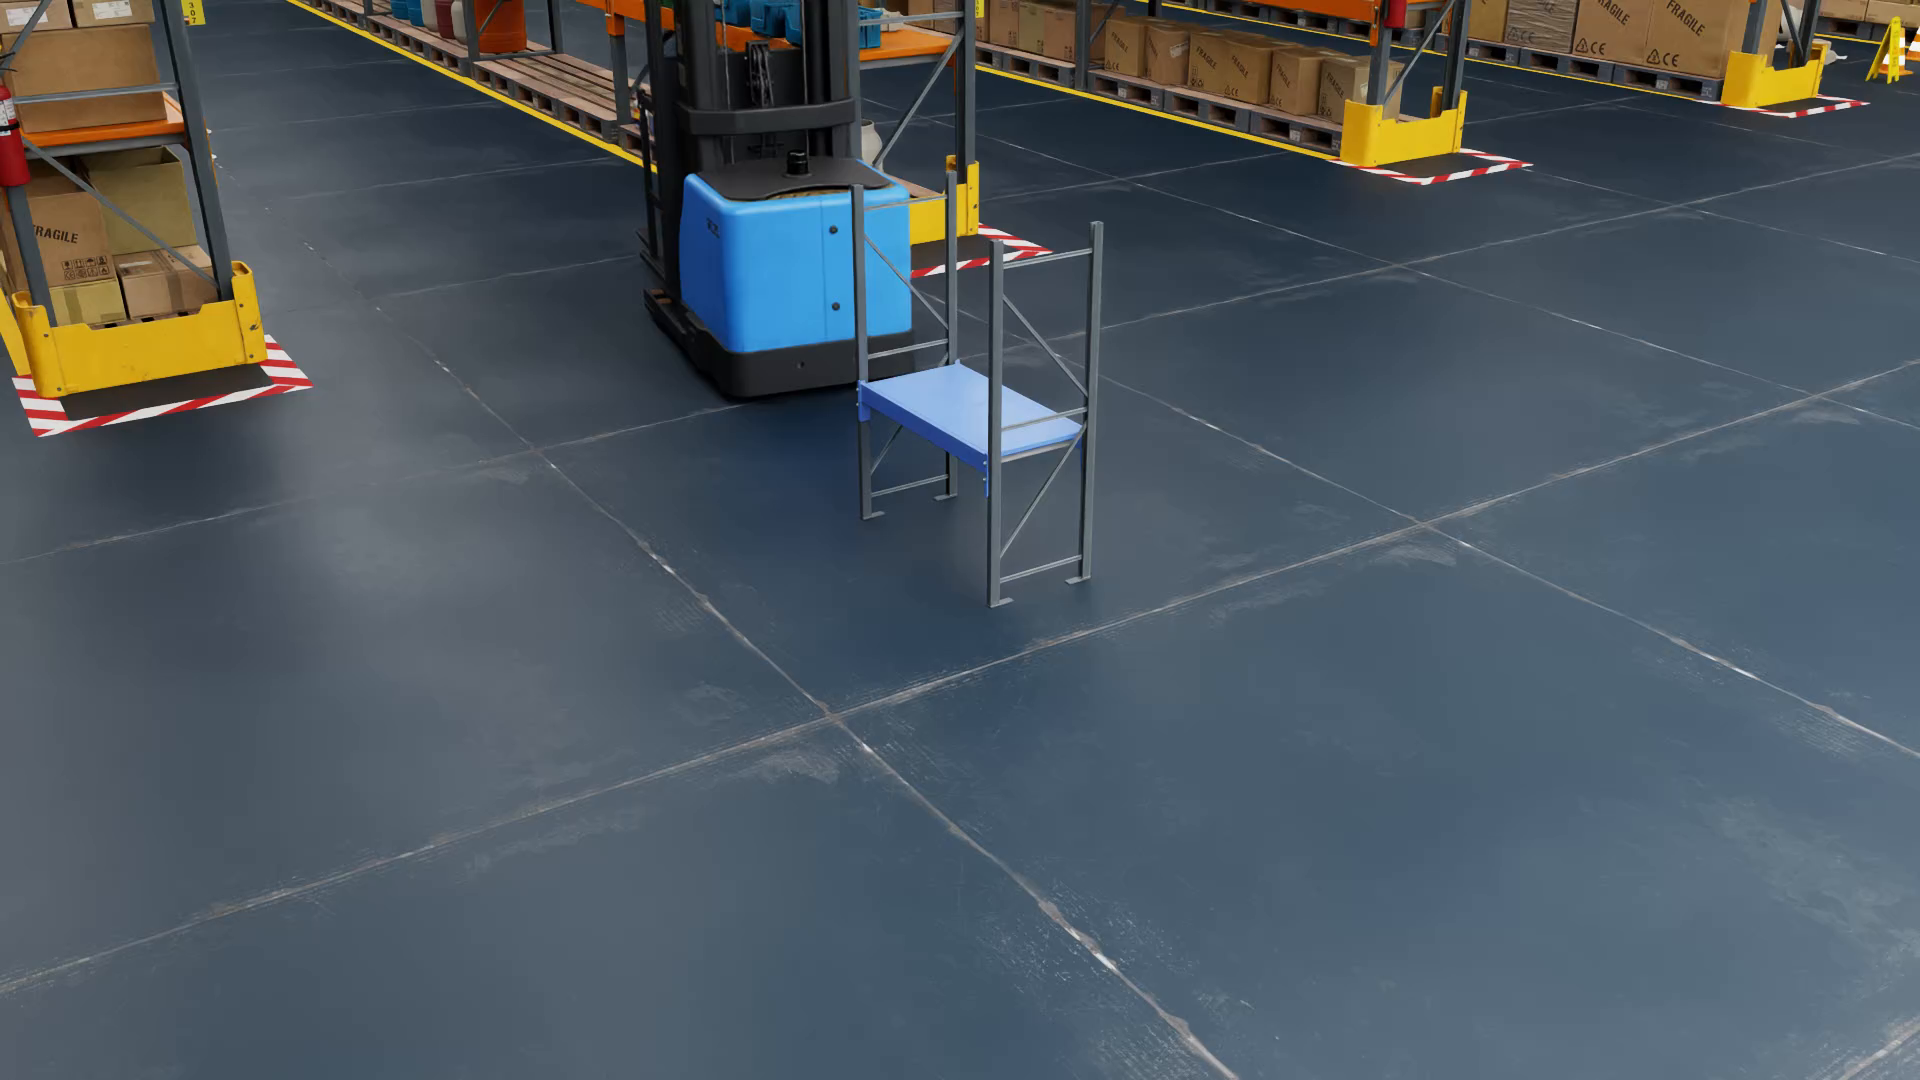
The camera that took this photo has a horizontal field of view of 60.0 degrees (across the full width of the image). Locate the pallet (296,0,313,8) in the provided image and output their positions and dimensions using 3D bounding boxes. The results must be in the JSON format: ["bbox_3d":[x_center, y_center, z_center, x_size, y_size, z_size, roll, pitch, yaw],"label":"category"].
[{"bbox_3d":[-8.662,-7.618,23.141,1.003,0.211,1.213,-16,29,-30],"label":"pallet"}]

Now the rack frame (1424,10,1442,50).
[{"bbox_3d":[5.832,-7.165,18.915,1.000,3.000,0.127,-16,29,-30],"label":"rack frame"}]

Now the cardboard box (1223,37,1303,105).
[{"bbox_3d":[2.797,-4.336,15.357,0.500,0.500,0.500,-13,28,-25],"label":"cardboard box"}]

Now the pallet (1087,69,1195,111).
[{"bbox_3d":[2.017,-4.553,16.647,1.003,0.211,1.213,-16,29,-30],"label":"pallet"}]

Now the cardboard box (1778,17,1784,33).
[{"bbox_3d":[9.028,-5.834,19.018,0.637,0.503,0.797,7,26,15],"label":"cardboard box"}]

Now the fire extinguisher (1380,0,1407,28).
[{"bbox_3d":[3.481,-4.432,13.214,0.296,0.674,0.183,-16,29,-30],"label":"fire extinguisher"}]

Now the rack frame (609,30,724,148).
[{"bbox_3d":[-2.529,-4.891,14.098,1.000,3.000,0.127,-16,29,-30],"label":"rack frame"}]

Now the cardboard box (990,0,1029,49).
[{"bbox_3d":[0.754,-5.714,18.253,0.700,0.500,0.500,-18,31,-34],"label":"cardboard box"}]

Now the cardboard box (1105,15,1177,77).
[{"bbox_3d":[1.806,-4.953,16.664,0.500,0.500,0.500,-17,30,-31],"label":"cardboard box"}]

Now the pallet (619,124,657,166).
[{"bbox_3d":[-2.197,-3.380,14.164,1.003,0.211,1.213,-16,29,-30],"label":"pallet"}]

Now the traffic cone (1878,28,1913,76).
[{"bbox_3d":[10.048,-5.250,17.829,0.336,0.463,0.334,-16,29,-30],"label":"traffic cone"}]

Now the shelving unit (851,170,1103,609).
[{"bbox_3d":[0.047,-0.648,6.865,0.538,1.500,1.048,-16,29,-30],"label":"shelving unit"}]

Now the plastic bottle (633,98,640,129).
[{"bbox_3d":[-2.722,-3.640,14.128,0.097,0.271,0.097,0,25,0],"label":"plastic bottle"}]

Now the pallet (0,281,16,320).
[{"bbox_3d":[-5.612,-1.746,10.702,1.003,0.211,1.213,-16,29,-30],"label":"pallet"}]

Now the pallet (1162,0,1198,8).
[{"bbox_3d":[3.223,-7.615,23.133,1.003,0.211,1.213,-16,29,-30],"label":"pallet"}]

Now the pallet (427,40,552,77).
[{"bbox_3d":[-5.178,-5.333,18.300,1.003,0.211,1.213,-16,29,-30],"label":"pallet"}]

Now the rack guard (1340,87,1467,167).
[{"bbox_3d":[3.763,-3.512,14.103,1.175,0.500,0.348,-16,29,-30],"label":"rack guard"}]

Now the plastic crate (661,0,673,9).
[{"bbox_3d":[-2.024,-4.244,12.975,0.450,0.188,0.662,-16,29,-30],"label":"plastic crate"}]

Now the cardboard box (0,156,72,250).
[{"bbox_3d":[-5.597,-2.070,9.972,0.500,0.500,0.500,-16,29,-30],"label":"cardboard box"}]

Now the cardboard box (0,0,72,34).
[{"bbox_3d":[-4.865,-2.738,8.660,0.380,0.149,0.250,-16,30,-30],"label":"cardboard box"}]

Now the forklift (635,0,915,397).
[{"bbox_3d":[-1.278,-2.673,9.479,1.130,2.935,3.031,-10,27,-20],"label":"forklift"}]

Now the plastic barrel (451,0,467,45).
[{"bbox_3d":[-5.377,-5.739,18.316,0.421,0.512,0.421,0,25,0],"label":"plastic barrel"}]

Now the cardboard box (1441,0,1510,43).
[{"bbox_3d":[6.117,-6.153,18.768,0.875,0.875,0.875,-15,29,-29],"label":"cardboard box"}]

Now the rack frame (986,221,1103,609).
[{"bbox_3d":[0.324,-0.466,6.480,0.500,1.500,0.032,-16,29,-30],"label":"rack frame"}]

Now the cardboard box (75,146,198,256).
[{"bbox_3d":[-4.878,-2.015,9.856,0.500,0.500,0.500,-16,29,-30],"label":"cardboard box"}]

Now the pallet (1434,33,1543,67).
[{"bbox_3d":[6.182,-5.614,18.895,1.003,0.211,1.213,-16,29,-30],"label":"pallet"}]

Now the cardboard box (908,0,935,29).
[{"bbox_3d":[-0.180,-6.310,19.515,0.700,0.500,0.500,-17,30,-32],"label":"cardboard box"}]

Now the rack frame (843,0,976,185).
[{"bbox_3d":[-0.345,-3.461,11.067,1.000,3.000,0.127,-16,29,-30],"label":"rack frame"}]

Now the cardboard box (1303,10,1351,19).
[{"bbox_3d":[4.894,-6.885,20.464,1.050,0.750,0.750,-16,29,-30],"label":"cardboard box"}]

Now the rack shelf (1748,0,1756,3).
[{"bbox_3d":[6.924,-6.125,17.553,1.077,0.370,4.000,-16,29,-30],"label":"rack shelf"}]

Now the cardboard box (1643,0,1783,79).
[{"bbox_3d":[7.590,-5.191,16.729,0.875,0.875,0.875,-15,29,-29],"label":"cardboard box"}]

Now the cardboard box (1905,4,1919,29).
[{"bbox_3d":[11.428,-6.106,19.399,0.500,0.250,0.500,-16,29,-30],"label":"cardboard box"}]

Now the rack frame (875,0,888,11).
[{"bbox_3d":[-0.562,-7.476,19.573,1.000,3.000,0.127,-16,29,-30],"label":"rack frame"}]

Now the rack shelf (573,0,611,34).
[{"bbox_3d":[-3.620,-5.281,15.767,1.077,0.370,4.000,-16,29,-30],"label":"rack shelf"}]

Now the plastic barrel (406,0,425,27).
[{"bbox_3d":[-6.227,-6.542,19.560,0.600,0.901,0.708,-16,29,-30],"label":"plastic barrel"}]

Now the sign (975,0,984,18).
[{"bbox_3d":[0.118,-3.712,11.276,0.100,0.325,0.005,-16,29,-30],"label":"sign"}]

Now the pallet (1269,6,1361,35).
[{"bbox_3d":[4.678,-6.600,20.983,1.003,0.211,1.213,-16,29,-30],"label":"pallet"}]

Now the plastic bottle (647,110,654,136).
[{"bbox_3d":[-2.522,-3.533,13.896,0.152,0.276,0.135,-14,29,-28],"label":"plastic bottle"}]

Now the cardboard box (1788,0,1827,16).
[{"bbox_3d":[10.613,-6.650,20.552,0.500,0.250,0.500,-16,30,-30],"label":"cardboard box"}]

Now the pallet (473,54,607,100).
[{"bbox_3d":[-4.322,-4.775,17.117,1.003,0.211,1.213,-16,29,-30],"label":"pallet"}]

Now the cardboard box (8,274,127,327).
[{"bbox_3d":[-5.038,-1.377,9.382,0.500,0.250,0.500,-16,29,-30],"label":"cardboard box"}]

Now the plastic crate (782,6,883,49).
[{"bbox_3d":[-0.869,-3.503,11.330,0.499,0.251,0.616,-16,29,-30],"label":"plastic crate"}]
